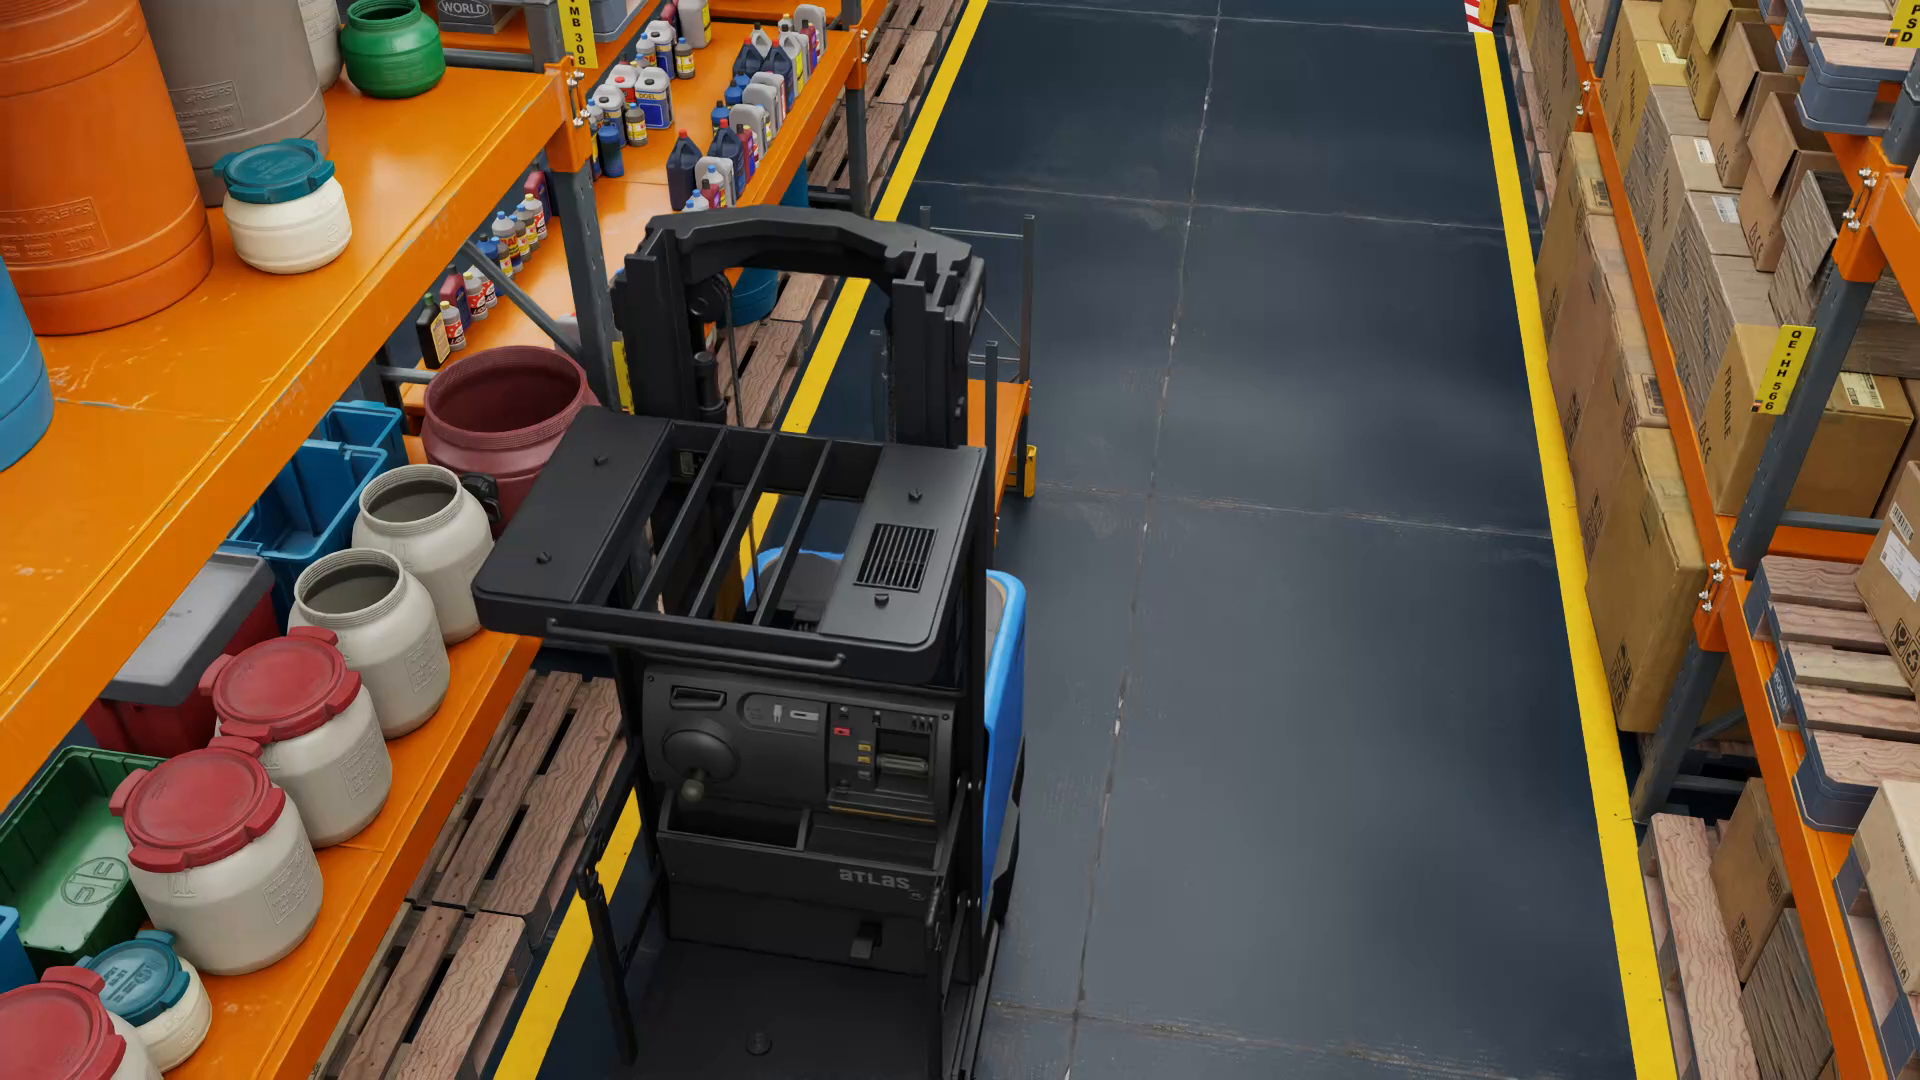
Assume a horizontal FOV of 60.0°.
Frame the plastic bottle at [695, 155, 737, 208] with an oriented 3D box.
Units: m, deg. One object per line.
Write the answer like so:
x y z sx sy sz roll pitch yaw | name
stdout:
-1.111 -1.631 7.563 0.152 0.276 0.135 6 40 8 | plastic bottle

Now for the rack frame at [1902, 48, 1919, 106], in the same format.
3.134 -2.339 3.614 1.000 3.000 0.127 6 40 8 | rack frame

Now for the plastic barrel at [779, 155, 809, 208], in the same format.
-1.163 -2.097 9.346 0.600 0.901 0.708 6 40 8 | plastic barrel

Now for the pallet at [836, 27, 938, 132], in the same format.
-0.754 -3.242 11.603 1.003 0.211 1.213 6 40 8 | pallet

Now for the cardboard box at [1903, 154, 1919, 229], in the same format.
2.802 -0.858 4.294 0.500 0.250 0.500 7 40 8 | cardboard box

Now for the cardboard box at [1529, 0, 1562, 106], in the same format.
4.329 -3.409 10.954 0.875 0.875 0.875 6 40 8 | cardboard box

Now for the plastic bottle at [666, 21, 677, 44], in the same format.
-1.561 -2.666 8.873 0.097 0.201 0.097 0 40 0 | plastic bottle

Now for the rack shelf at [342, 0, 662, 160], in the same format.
-1.398 -2.707 6.977 1.077 0.370 4.000 6 40 8 | rack shelf

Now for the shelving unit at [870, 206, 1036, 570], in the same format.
-0.013 -0.530 7.311 0.587 1.500 1.083 6 40 8 | shelving unit

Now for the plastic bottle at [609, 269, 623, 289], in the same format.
-1.397 -1.025 6.888 0.097 0.201 0.097 0 40 0 | plastic bottle

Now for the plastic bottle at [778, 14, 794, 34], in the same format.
-0.928 -2.726 8.946 0.097 0.201 0.097 0 40 0 | plastic bottle

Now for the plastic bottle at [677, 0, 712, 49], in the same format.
-1.439 -2.854 8.983 0.144 0.351 0.185 6 40 8 | plastic bottle

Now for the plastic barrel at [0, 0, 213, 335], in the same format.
-2.213 -0.993 4.002 0.600 0.830 0.708 6 40 8 | plastic barrel

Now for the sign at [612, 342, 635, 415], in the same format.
-1.201 -0.580 6.066 0.100 0.325 0.005 6 40 8 | sign

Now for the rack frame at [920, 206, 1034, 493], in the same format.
0.073 -0.844 7.690 0.500 1.500 0.032 6 40 8 | rack frame

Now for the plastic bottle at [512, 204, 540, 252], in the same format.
-1.916 -1.379 7.317 0.097 0.201 0.097 0 40 0 | plastic bottle

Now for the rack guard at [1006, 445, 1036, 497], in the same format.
0.073 -0.361 8.087 0.587 0.250 0.087 6 40 8 | rack guard

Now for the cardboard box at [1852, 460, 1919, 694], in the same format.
3.080 0.116 4.944 0.500 0.500 0.500 2 40 2 | cardboard box

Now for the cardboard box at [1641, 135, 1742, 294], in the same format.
3.243 -1.360 7.059 0.500 0.500 0.500 7 40 9 | cardboard box

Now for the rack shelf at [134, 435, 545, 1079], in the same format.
-2.091 0.959 4.897 1.077 0.370 4.000 6 40 8 | rack shelf

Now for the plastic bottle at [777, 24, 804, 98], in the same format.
-0.889 -2.451 8.496 0.144 0.351 0.185 6 40 8 | plastic bottle

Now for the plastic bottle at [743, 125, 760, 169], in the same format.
-1.009 -1.872 7.913 0.097 0.201 0.097 0 40 0 | plastic bottle

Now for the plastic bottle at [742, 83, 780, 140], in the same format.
-0.976 -2.122 8.157 0.152 0.276 0.135 6 40 8 | plastic bottle

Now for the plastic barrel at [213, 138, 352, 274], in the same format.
-1.735 -0.852 4.278 0.301 0.262 0.301 0 40 0 | plastic barrel

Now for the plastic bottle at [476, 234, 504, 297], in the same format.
-1.983 -1.162 6.999 0.097 0.271 0.097 0 40 0 | plastic bottle

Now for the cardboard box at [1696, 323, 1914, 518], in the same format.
2.975 -0.402 5.901 0.500 0.500 0.500 8 40 9 | cardboard box

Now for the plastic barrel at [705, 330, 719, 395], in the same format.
-1.481 -0.823 8.051 0.600 0.588 0.708 6 40 8 | plastic barrel

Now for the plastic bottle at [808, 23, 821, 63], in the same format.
-0.795 -2.648 8.851 0.097 0.201 0.097 0 40 0 | plastic bottle

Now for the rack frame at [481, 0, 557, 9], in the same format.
-1.744 -2.885 4.274 1.000 3.000 0.127 6 40 8 | rack frame

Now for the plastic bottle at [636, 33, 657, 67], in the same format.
-1.618 -2.486 8.600 0.097 0.271 0.097 0 40 0 | plastic bottle

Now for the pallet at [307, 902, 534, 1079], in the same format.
-2.130 1.747 5.568 1.003 0.211 1.213 6 40 8 | pallet

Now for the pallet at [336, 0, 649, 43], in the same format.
-1.516 -2.126 5.858 1.003 0.211 1.213 6 40 8 | pallet

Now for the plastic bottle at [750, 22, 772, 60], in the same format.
-1.031 -2.467 8.516 0.144 0.351 0.185 6 40 8 | plastic bottle

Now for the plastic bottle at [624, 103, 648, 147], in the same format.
-1.582 -2.030 8.103 0.097 0.201 0.097 0 40 0 | plastic bottle

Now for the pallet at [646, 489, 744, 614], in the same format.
-1.649 0.002 7.678 1.003 0.211 1.213 6 40 8 | pallet

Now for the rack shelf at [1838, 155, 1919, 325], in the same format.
2.788 0.350 3.281 1.077 0.370 4.000 6 40 8 | rack shelf

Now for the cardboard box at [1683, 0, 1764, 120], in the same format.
3.593 -2.131 7.205 0.797 0.503 0.637 7 40 8 | cardboard box

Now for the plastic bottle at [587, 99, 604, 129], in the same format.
-1.755 -1.989 7.999 0.097 0.271 0.097 0 40 0 | plastic bottle

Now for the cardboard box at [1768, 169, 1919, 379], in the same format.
3.276 -0.909 5.727 0.797 0.503 0.637 8 40 9 | cardboard box

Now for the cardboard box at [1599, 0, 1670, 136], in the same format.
3.500 -2.315 8.214 0.500 0.500 0.500 7 40 8 | cardboard box

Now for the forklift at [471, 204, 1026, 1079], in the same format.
-0.515 0.687 4.716 1.130 2.935 3.031 7 40 8 | forklift

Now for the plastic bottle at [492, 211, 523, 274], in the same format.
-1.949 -1.284 7.147 0.097 0.271 0.097 0 40 0 | plastic bottle

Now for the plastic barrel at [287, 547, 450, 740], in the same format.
-1.785 0.317 5.021 0.421 0.512 0.421 0 40 0 | plastic barrel

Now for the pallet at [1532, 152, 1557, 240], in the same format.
4.035 -1.931 10.017 1.003 0.211 1.213 6 40 8 | pallet

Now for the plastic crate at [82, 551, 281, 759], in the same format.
-2.325 0.383 4.980 0.402 0.464 0.583 6 40 8 | plastic crate

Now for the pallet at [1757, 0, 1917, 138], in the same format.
3.193 -1.520 5.125 1.213 0.211 1.003 8 40 10 | pallet

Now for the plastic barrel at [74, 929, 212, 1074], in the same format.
-2.056 1.177 4.178 0.301 0.262 0.301 0 40 0 | plastic barrel

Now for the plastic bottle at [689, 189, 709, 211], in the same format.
-1.144 -1.409 7.298 0.097 0.271 0.097 0 40 0 | plastic bottle

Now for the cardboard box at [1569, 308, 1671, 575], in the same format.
3.436 -0.359 7.265 1.225 0.875 0.875 7 40 8 | cardboard box

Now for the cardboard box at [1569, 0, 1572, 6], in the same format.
3.690 -3.152 9.502 0.380 0.149 0.250 7 40 9 | cardboard box

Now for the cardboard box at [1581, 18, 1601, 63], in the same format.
3.556 -2.668 8.917 0.380 0.149 0.250 7 40 8 | cardboard box

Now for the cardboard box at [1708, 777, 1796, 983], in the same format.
3.038 1.190 5.670 0.700 0.500 0.500 4 40 5 | cardboard box

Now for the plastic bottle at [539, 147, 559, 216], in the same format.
-1.828 -1.667 7.548 0.144 0.351 0.185 6 40 8 | plastic bottle

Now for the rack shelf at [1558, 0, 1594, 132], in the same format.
4.172 -3.515 10.309 1.077 0.370 4.000 6 40 8 | rack shelf

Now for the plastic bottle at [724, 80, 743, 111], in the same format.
-1.102 -2.123 8.161 0.097 0.271 0.097 0 40 0 | plastic bottle

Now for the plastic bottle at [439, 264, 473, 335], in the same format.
-2.055 -0.974 6.762 0.061 0.283 0.133 6 40 8 | plastic bottle
